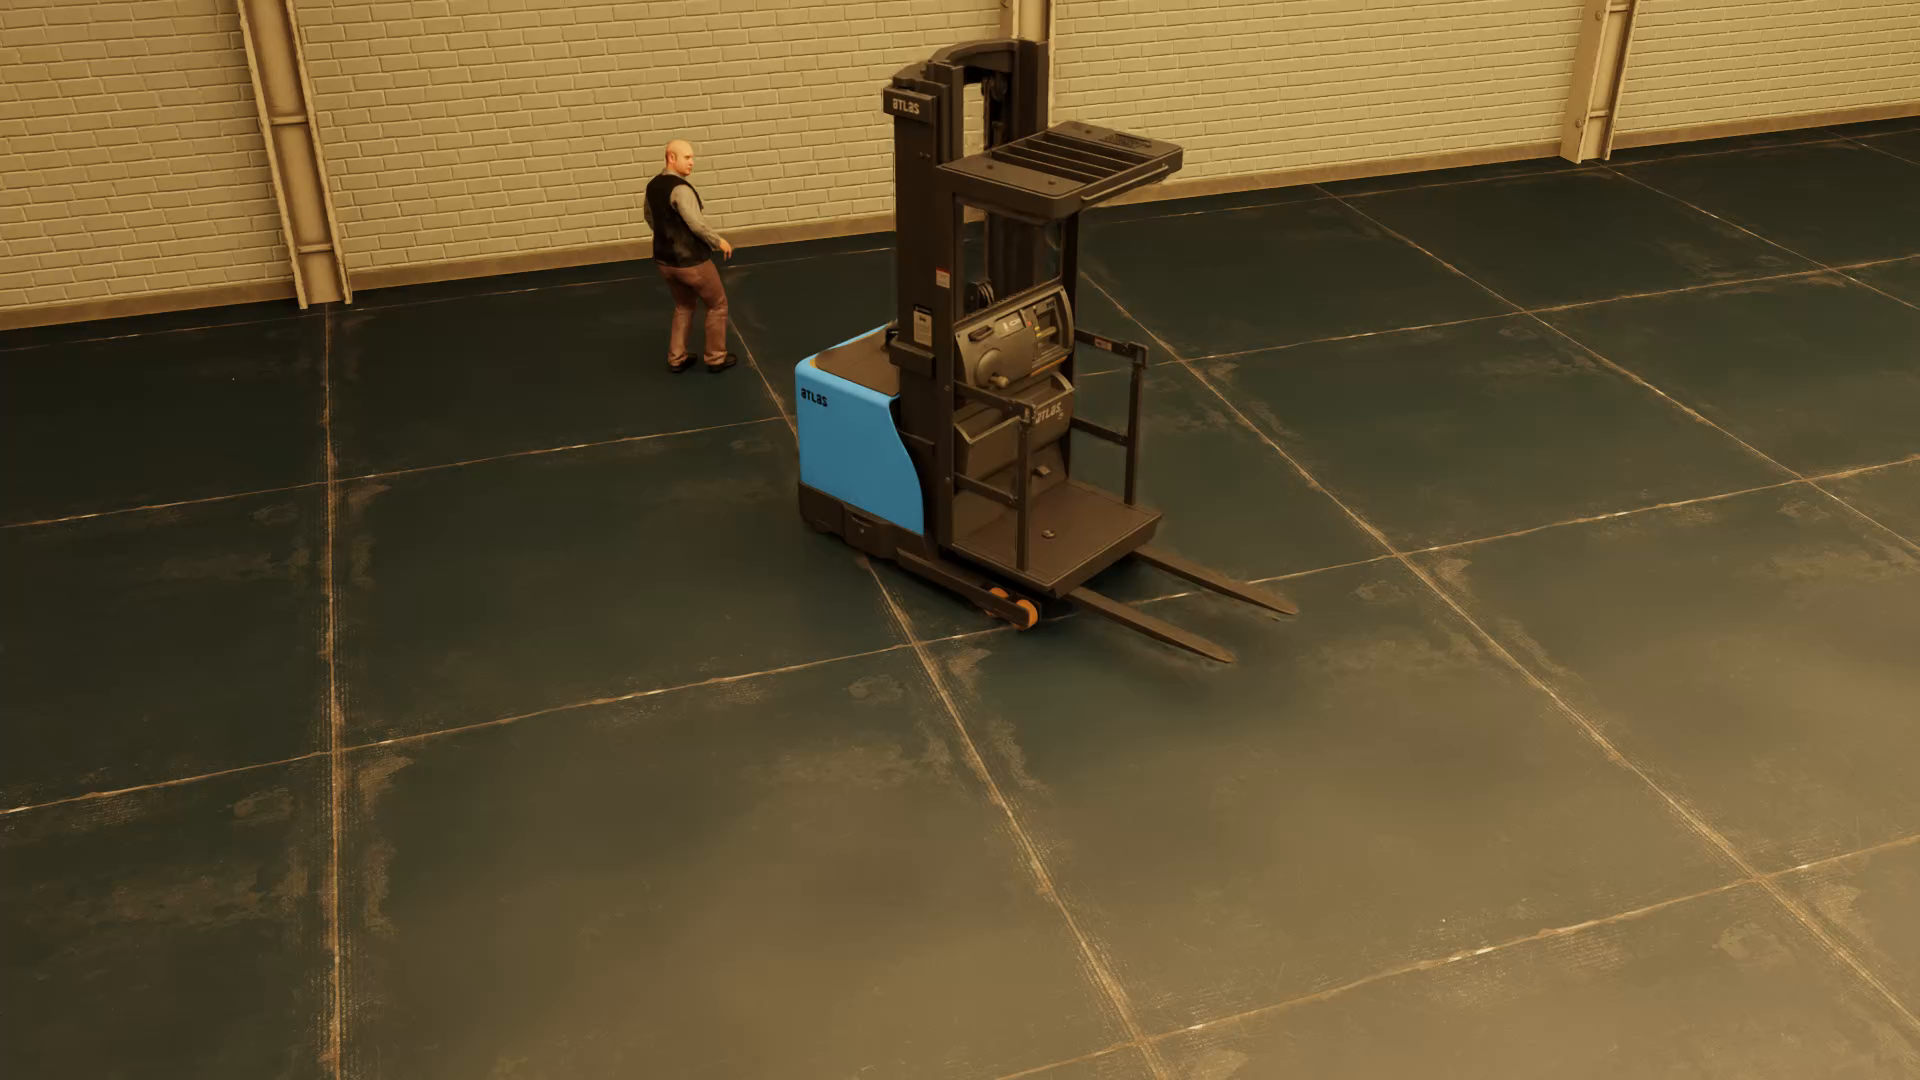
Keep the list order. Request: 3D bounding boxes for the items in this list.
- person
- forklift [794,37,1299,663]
[{"bbox_3d":[-1.939,-2.014,11.852,0.731,1.687,0.516,23,37,34],"label":"person"},{"bbox_3d":[0.461,-1.071,8.949,3.031,2.935,1.130,23,37,35],"label":"forklift"}]
